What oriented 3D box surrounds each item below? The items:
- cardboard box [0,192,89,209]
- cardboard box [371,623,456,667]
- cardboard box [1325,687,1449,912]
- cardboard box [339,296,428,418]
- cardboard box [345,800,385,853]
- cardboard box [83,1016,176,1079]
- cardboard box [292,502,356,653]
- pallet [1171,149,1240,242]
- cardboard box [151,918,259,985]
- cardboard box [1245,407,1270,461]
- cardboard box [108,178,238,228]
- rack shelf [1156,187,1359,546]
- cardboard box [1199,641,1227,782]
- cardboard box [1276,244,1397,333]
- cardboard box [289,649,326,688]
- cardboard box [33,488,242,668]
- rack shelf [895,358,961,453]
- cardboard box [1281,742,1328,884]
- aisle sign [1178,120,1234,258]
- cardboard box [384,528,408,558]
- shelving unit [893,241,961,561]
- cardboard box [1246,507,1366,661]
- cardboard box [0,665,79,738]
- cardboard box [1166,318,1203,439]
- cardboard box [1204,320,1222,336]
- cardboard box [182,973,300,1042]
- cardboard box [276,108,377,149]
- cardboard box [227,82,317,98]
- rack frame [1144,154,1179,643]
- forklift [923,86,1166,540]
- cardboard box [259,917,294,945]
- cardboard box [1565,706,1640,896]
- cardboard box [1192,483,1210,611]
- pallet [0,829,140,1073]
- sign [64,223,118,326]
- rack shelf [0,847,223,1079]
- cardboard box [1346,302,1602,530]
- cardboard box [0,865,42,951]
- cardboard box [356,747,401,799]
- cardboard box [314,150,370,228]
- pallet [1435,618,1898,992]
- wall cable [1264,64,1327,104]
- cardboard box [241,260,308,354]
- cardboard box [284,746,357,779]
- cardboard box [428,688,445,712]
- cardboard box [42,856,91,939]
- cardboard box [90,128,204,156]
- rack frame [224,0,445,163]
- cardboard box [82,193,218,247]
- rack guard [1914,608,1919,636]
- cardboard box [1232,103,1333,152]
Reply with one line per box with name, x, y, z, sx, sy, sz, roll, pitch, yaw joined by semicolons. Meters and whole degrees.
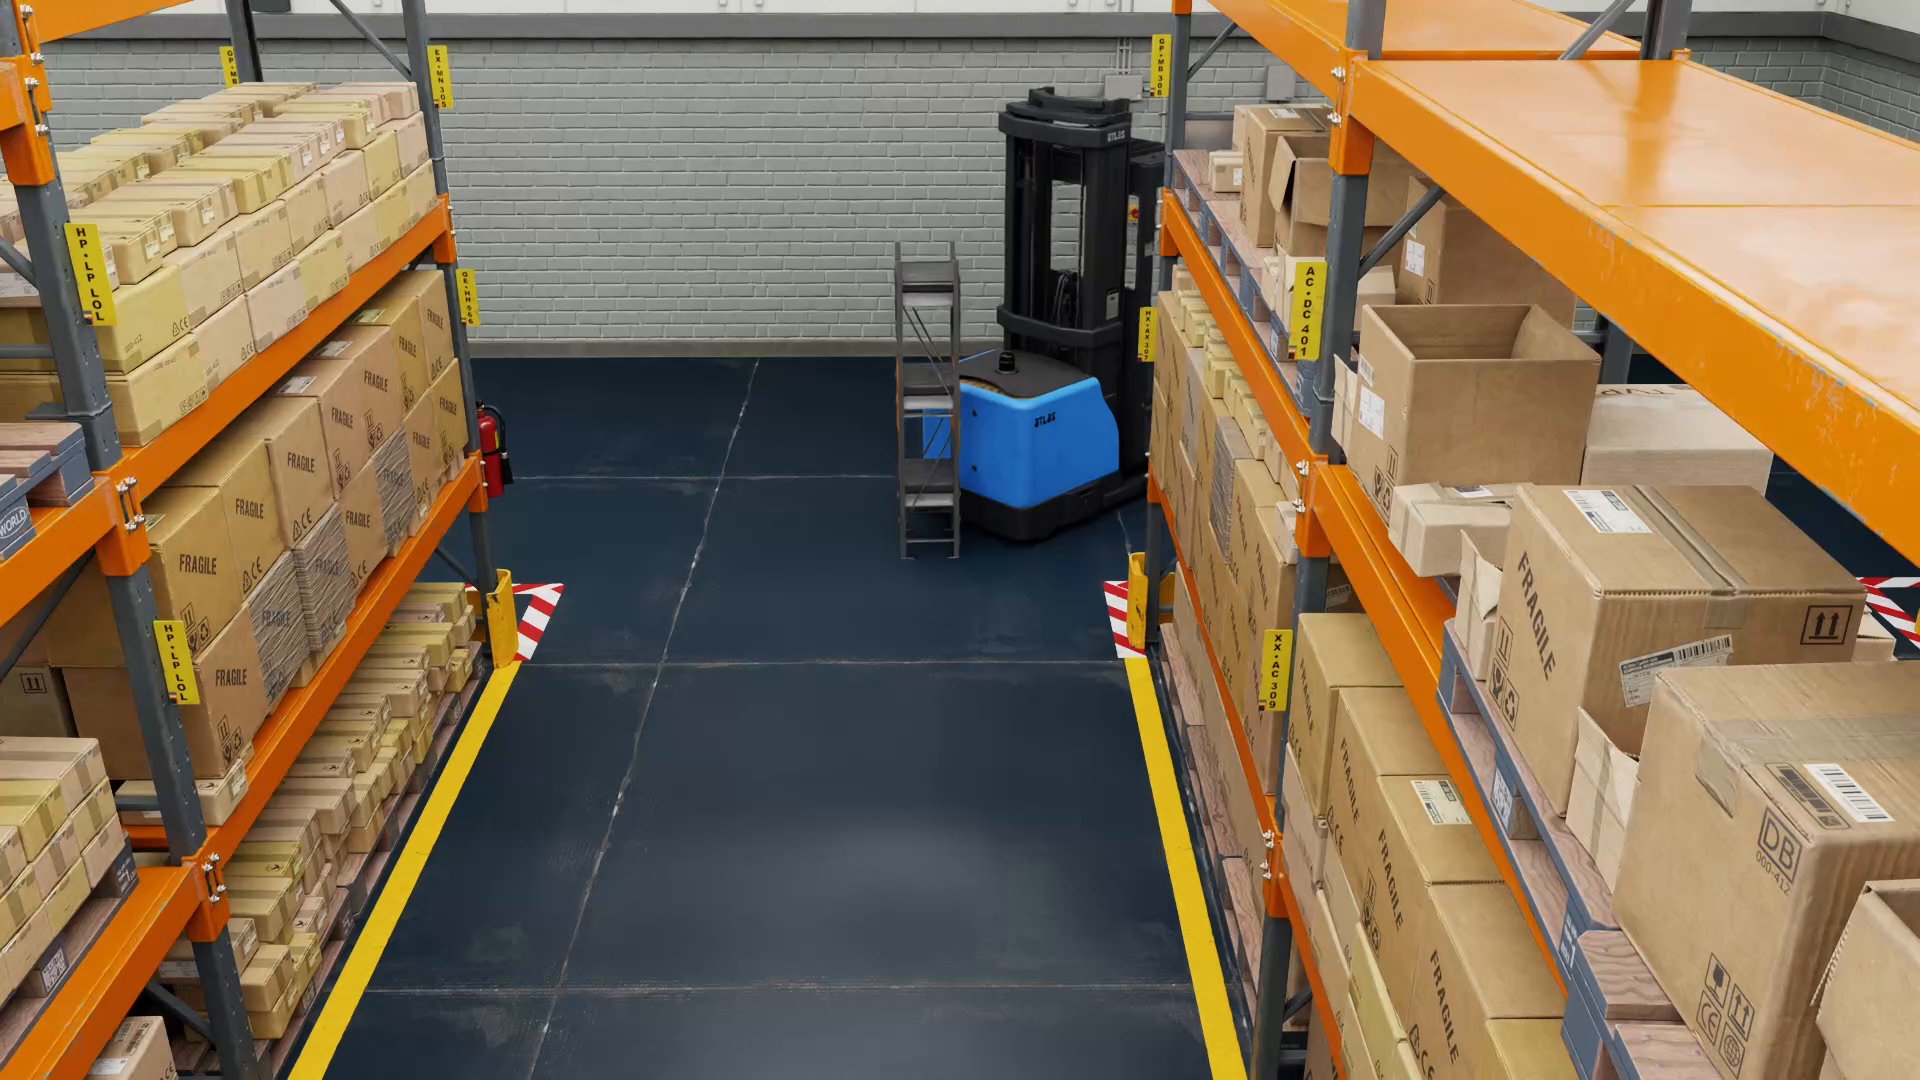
cardboard box;-3.488;-1.196;6.205;0.380;0.149;0.250;1;24;1
cardboard box;-2.978;0.573;9.071;0.380;0.149;0.250;-1;24;-2
cardboard box;1.430;0.785;5.040;0.500;0.500;0.500;0;24;-1
cardboard box;-3.053;-0.931;8.473;0.500;0.500;0.500;-1;24;-2
cardboard box;-3.006;1.379;8.010;0.380;0.149;0.250;-1;24;-2
cardboard box;-3.008;1.869;5.590;0.500;0.250;0.500;-1;24;-2
cardboard box;-3.004;0.160;7.274;0.500;0.500;0.500;-1;24;-2
pallet;1.655;-1.775;8.502;1.003;0.211;1.213;0;24;-1
cardboard box;-3.065;1.651;6.687;0.380;0.149;0.250;1;24;2
cardboard box;1.411;-0.447;6.977;0.380;0.149;0.250;0;24;-1
cardboard box;-3.039;-1.300;6.436;0.380;0.149;0.250;-1;24;-2
rack shelf;1.658;-0.969;7.486;1.077;0.370;4.000;0;24;-1
cardboard box;1.762;0.870;8.785;0.875;0.438;0.875;0;24;1
cardboard box;1.353;-0.910;6.015;0.396;0.266;0.258;1;24;1
cardboard box;-3.012;0.522;7.261;0.380;0.149;0.250;0;24;0
cardboard box;-3.030;0.134;6.118;0.500;0.500;0.500;0;24;1
rack shelf;-0.219;-0.911;11.249;0.431;0.518;0.480;-1;24;-3
cardboard box;1.403;0.917;5.658;0.500;0.250;0.500;-1;24;-2
aisle sign;1.345;-1.967;9.305;0.394;0.787;0.004;0;24;-1
cardboard box;-3.044;-0.023;8.466;0.380;0.149;0.250;-1;24;-3
shelving unit;-0.219;-0.923;11.243;0.431;2.100;0.503;-1;24;-3
cardboard box;1.399;0.200;6.334;0.500;0.500;0.500;0;24;-1
cardboard box;-3.557;0.579;6.348;0.500;0.500;0.500;0;24;0
cardboard box;1.369;-0.844;8.640;0.500;0.500;0.500;-1;24;-2
cardboard box;1.402;-0.972;8.137;0.380;0.149;0.250;0;24;0
cardboard box;-2.952;1.914;6.828;0.380;0.149;0.250;-1;24;-3
cardboard box;-2.996;-1.946;7.865;0.380;0.149;0.250;0;24;0
cardboard box;-3.537;-2.264;8.567;0.380;0.149;0.250;0;24;-1
rack frame;1.636;-0.754;9.778;1.000;3.000;0.127;0;24;-1
forklift;1.104;-1.847;12.277;1.130;2.935;3.031;22;32;39
cardboard box;-3.045;1.675;6.995;0.380;0.149;0.250;0;24;0
cardboard box;1.358;0.479;3.064;0.396;0.266;0.258;-1;24;-2
cardboard box;1.397;0.023;7.937;0.500;0.500;0.500;1;24;1
pallet;-3.406;1.361;5.334;1.003;0.211;1.213;0;24;-1
sign;-2.714;-0.828;5.195;0.100;0.325;0.005;0;24;-1
rack shelf;-3.247;2.110;4.318;1.077;0.370;4.000;0;24;-1
cardboard box;1.399;-0.345;4.602;0.500;0.500;0.500;-1;24;-2
cardboard box;-3.063;1.119;5.070;0.380;0.149;0.250;1;24;2
cardboard box;-2.980;1.144;8.169;0.380;0.149;0.250;0;24;0
cardboard box;-3.043;-1.606;7.597;0.500;0.250;0.500;0;24;0
pallet;1.648;0.536;3.515;1.003;0.211;1.213;1;24;2
wall cable;2.969;-3.552;14.730;0.588;1.984;0.122;0;24;-1
cardboard box;-3.011;-0.954;6.760;0.500;0.250;0.500;1;24;2
cardboard box;-3.093;1.109;7.886;0.380;0.149;0.250;-1;24;-3
cardboard box;-3.077;0.848;9.185;0.380;0.149;0.250;0;24;-1
cardboard box;-3.063;1.151;5.361;0.380;0.149;0.250;0;24;0
cardboard box;-3.604;-1.732;7.390;0.380;0.149;0.250;0;24;1
rack frame;-3.312;-3.424;8.400;1.000;3.000;0.127;0;24;-1
cardboard box;-3.016;-1.194;6.201;0.380;0.149;0.250;-1;24;-2
rack guard;6.600;0.392;10.277;1.175;0.500;0.348;0;24;-1
cardboard box;1.731;-2.105;8.674;0.500;0.250;0.500;-2;24;-5
